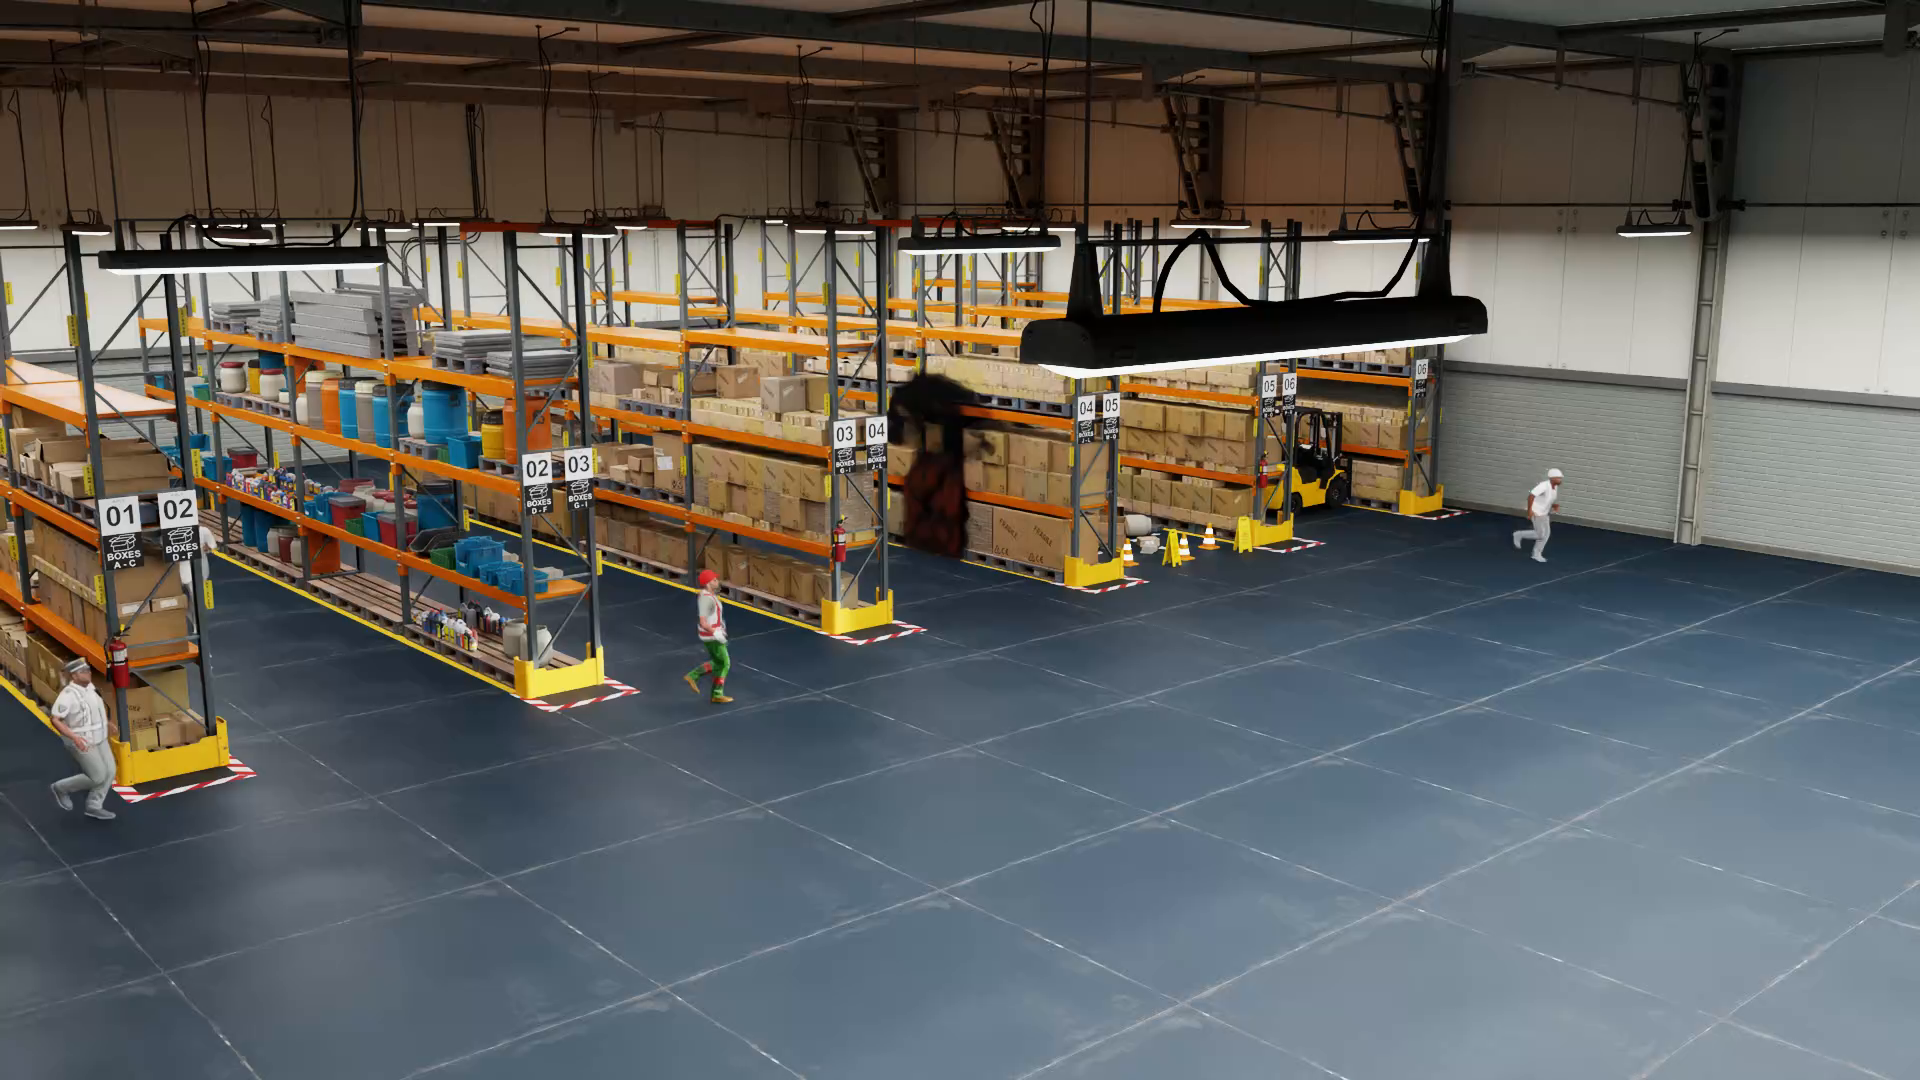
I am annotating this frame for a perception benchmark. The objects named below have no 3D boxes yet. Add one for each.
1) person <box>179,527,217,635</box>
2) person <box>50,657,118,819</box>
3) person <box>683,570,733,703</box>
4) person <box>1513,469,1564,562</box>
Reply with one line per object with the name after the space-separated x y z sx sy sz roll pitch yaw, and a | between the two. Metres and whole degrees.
-11.553 0.474 25.088 0.669 1.853 0.865 -10 15 -41 | person
-9.147 2.070 17.325 0.601 1.750 0.677 0 11 2 | person
-3.226 1.240 21.342 0.579 1.757 0.651 -2 12 -12 | person
10.439 -0.466 30.016 0.844 1.693 0.697 8 14 36 | person
